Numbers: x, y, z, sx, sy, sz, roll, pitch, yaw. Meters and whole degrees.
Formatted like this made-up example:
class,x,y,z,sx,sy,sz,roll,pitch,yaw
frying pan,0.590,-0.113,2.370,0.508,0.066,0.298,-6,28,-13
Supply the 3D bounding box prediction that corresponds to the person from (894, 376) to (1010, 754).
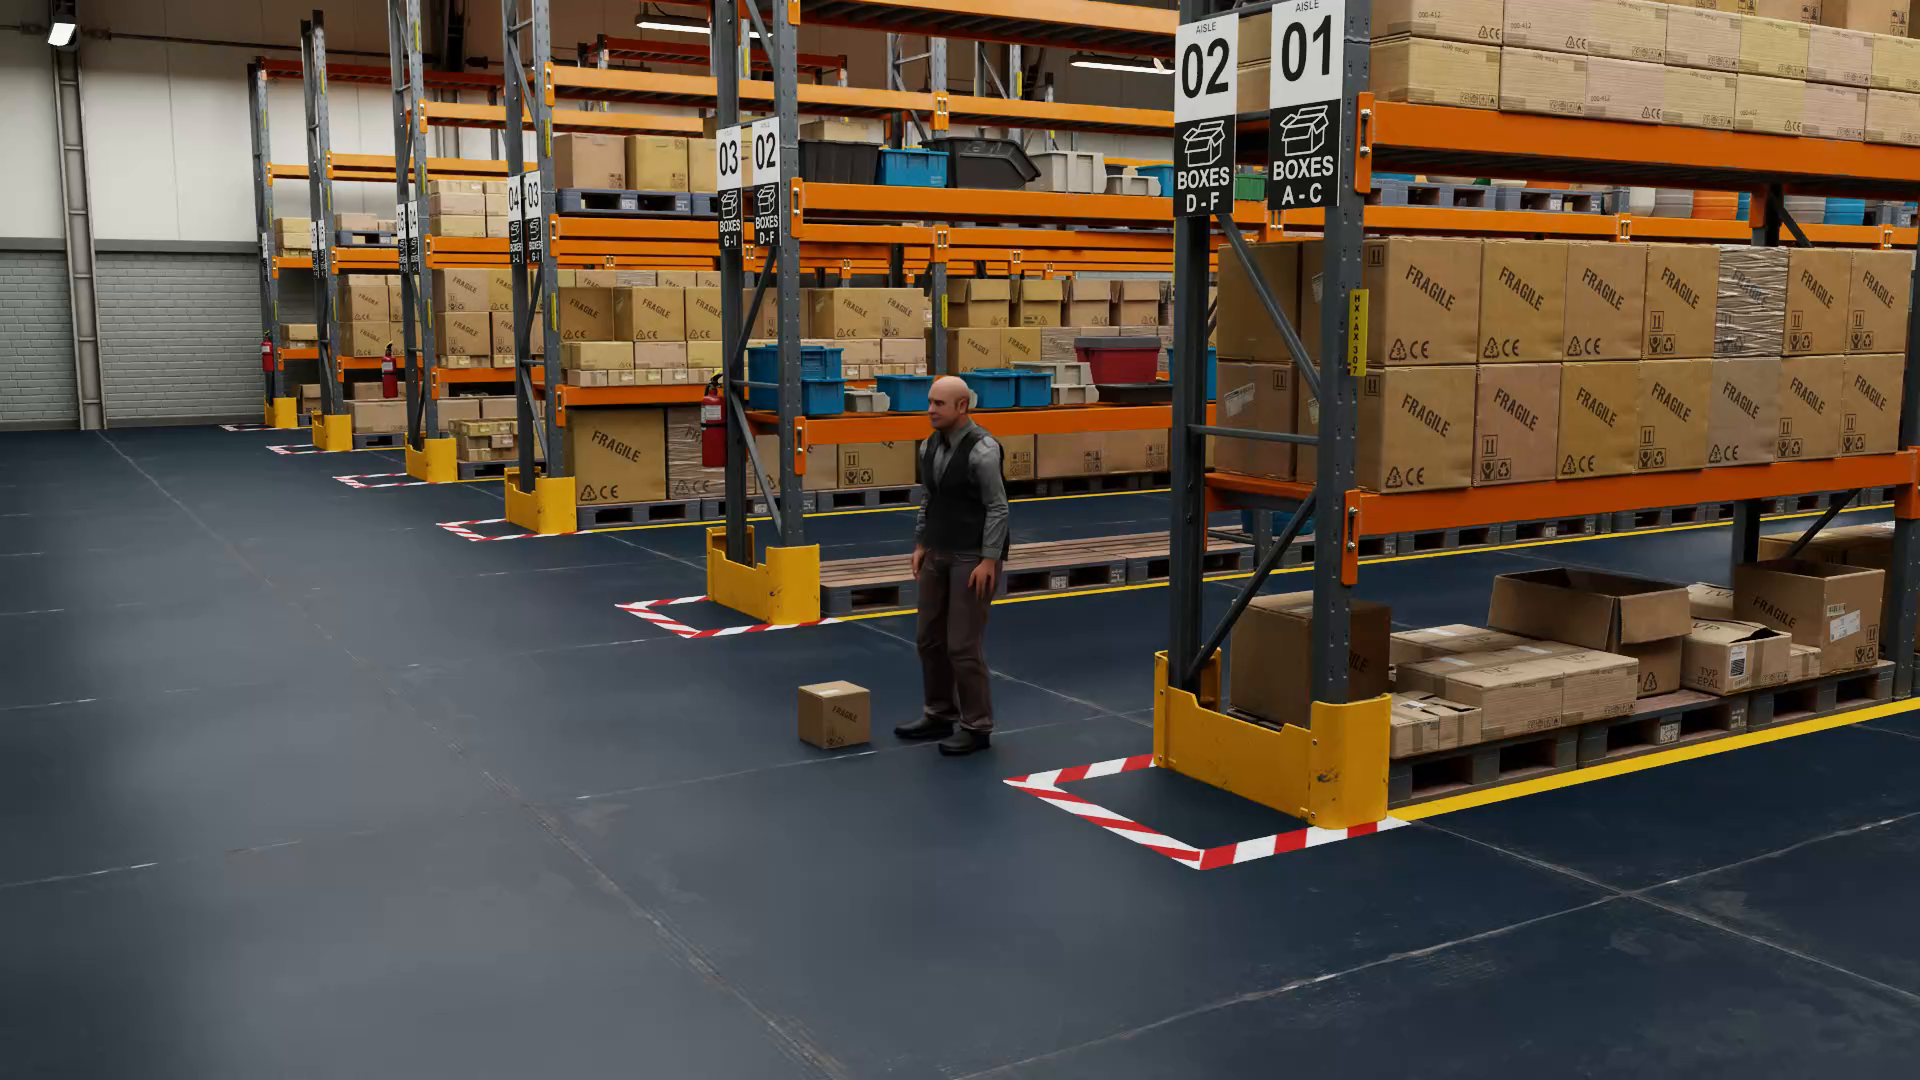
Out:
class,x,y,z,sx,sy,sz,roll,pitch,yaw
person,-0.001,0.100,7.703,0.423,1.720,0.587,-6,10,-36
